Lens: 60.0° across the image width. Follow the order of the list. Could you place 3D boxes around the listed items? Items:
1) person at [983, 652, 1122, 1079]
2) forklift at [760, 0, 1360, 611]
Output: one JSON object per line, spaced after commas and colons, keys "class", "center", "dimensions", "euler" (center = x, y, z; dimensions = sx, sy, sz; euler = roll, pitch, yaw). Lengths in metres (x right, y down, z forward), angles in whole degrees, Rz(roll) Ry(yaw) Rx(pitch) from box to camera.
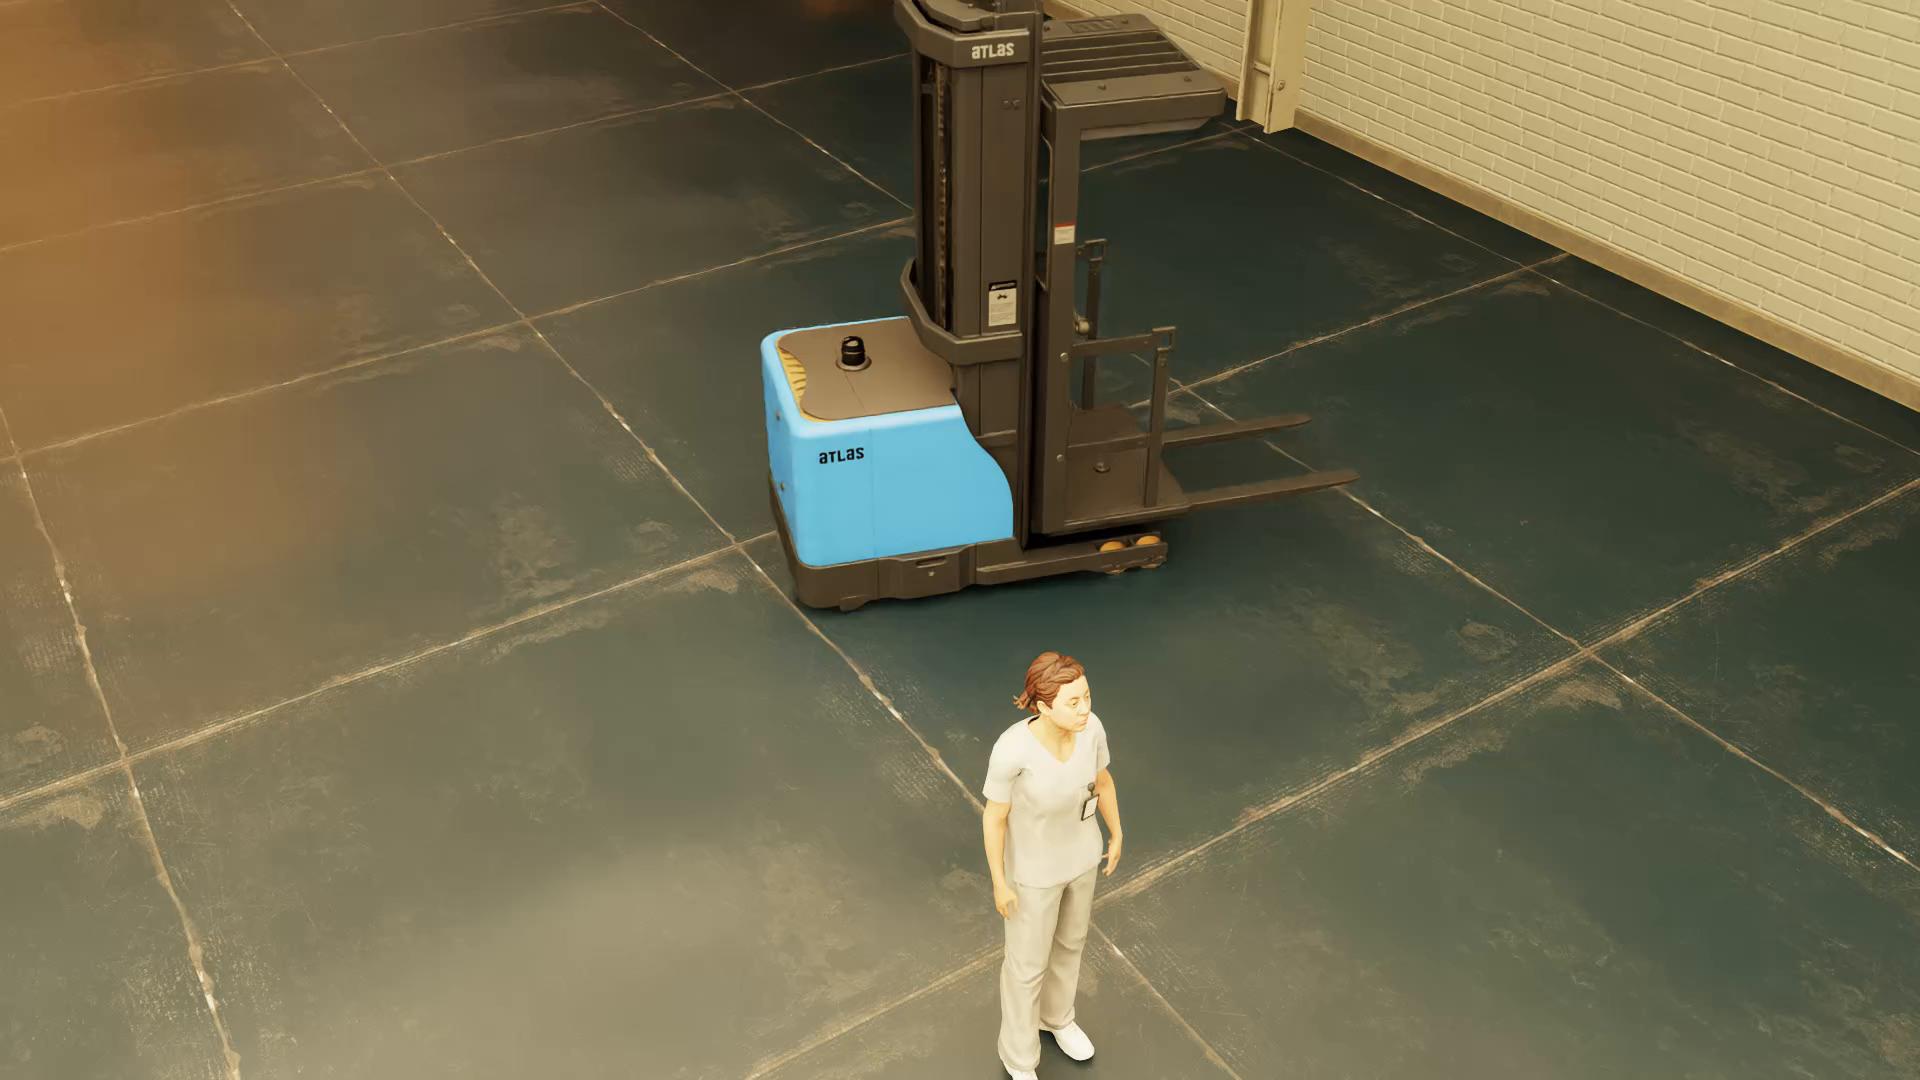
{"class": "person", "center": [0.342, 1.133, 5.614], "dimensions": [0.550, 1.676, 0.550], "euler": [-20, 40, -26]}
{"class": "forklift", "center": [0.566, -1.310, 8.012], "dimensions": [3.031, 2.935, 1.130], "euler": [-9, 36, -12]}
